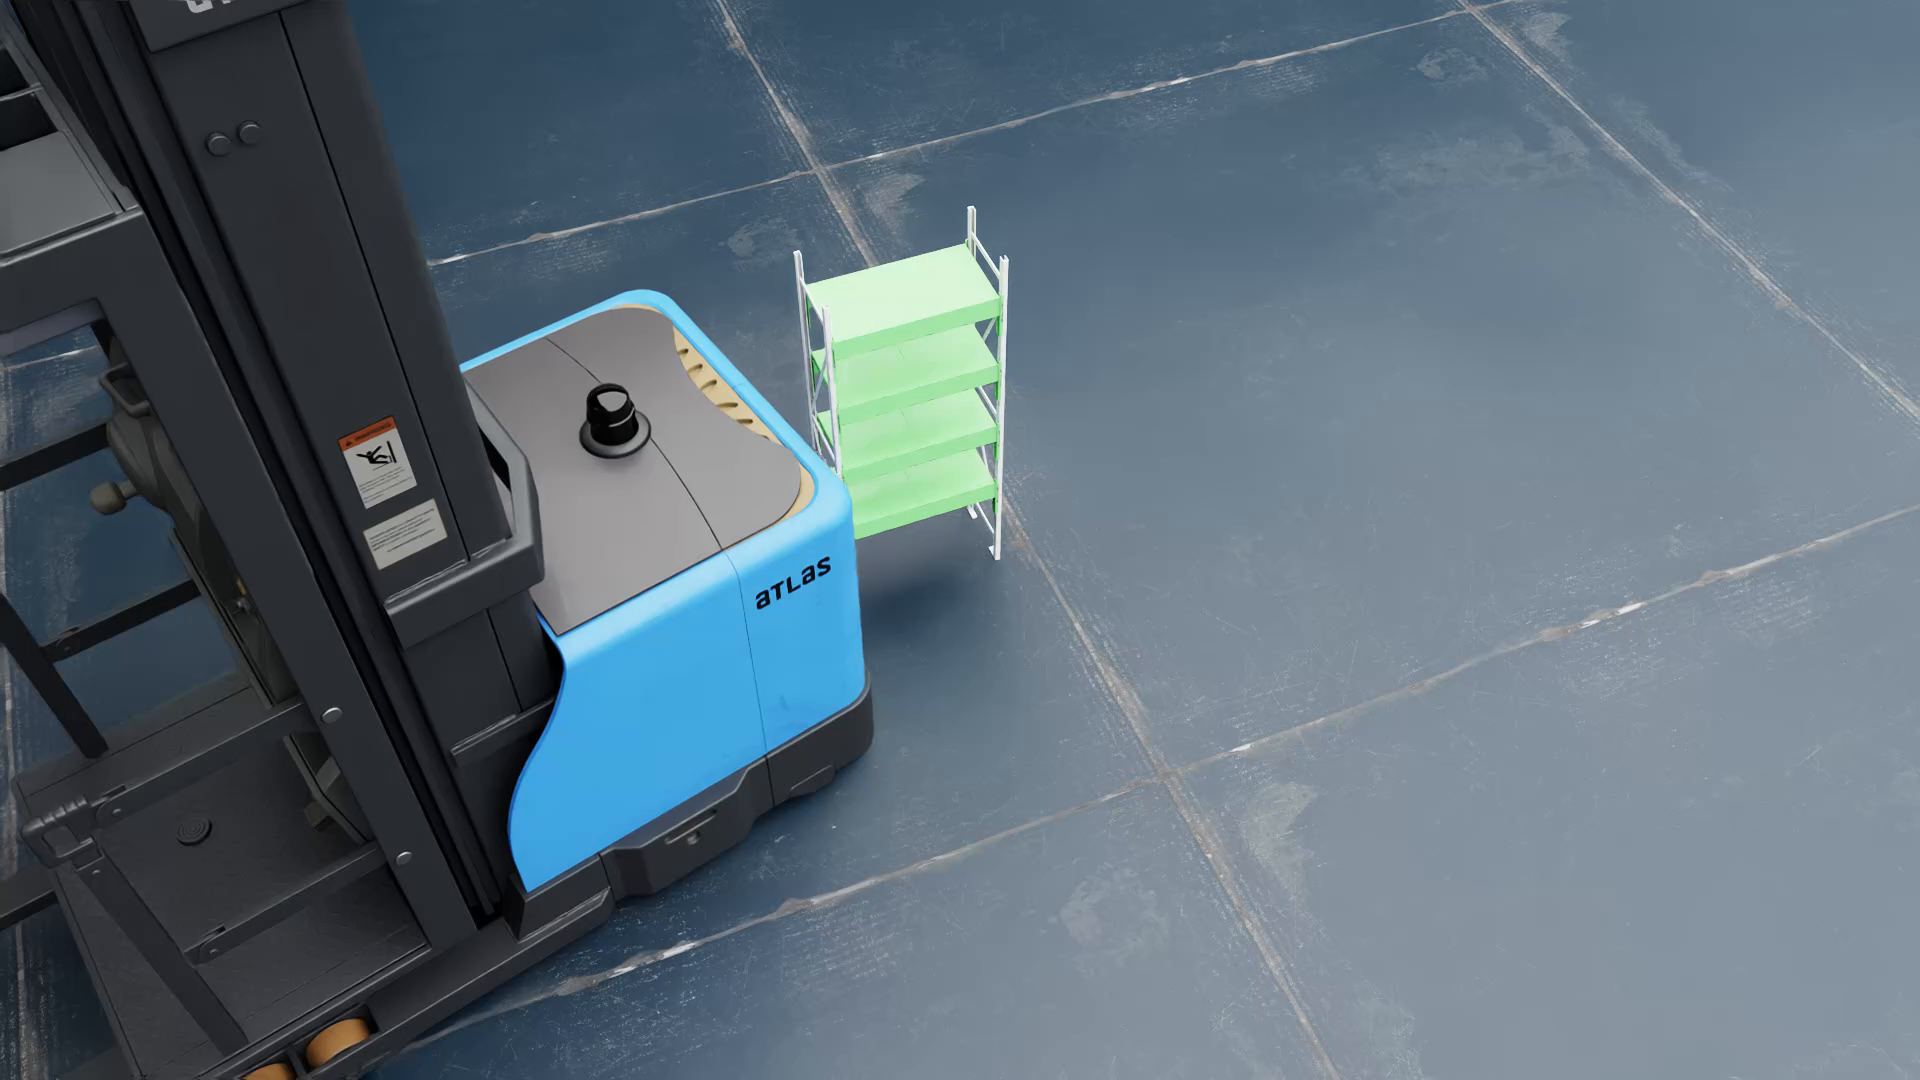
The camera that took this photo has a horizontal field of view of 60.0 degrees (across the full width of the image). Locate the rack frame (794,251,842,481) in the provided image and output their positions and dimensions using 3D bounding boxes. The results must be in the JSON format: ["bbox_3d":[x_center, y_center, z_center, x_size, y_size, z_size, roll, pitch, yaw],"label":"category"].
[{"bbox_3d":[-0.379,-0.273,4.694,0.015,1.200,0.240,-17,52,-14],"label":"rack frame"}]

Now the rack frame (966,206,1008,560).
[{"bbox_3d":[0.073,-0.413,4.814,0.015,1.200,0.240,-17,52,-14],"label":"rack frame"}]

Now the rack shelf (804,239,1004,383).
[{"bbox_3d":[-0.153,-0.615,4.438,0.480,0.148,0.258,-17,52,-14],"label":"rack shelf"}]

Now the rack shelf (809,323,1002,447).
[{"bbox_3d":[-0.153,-0.458,4.620,0.480,0.148,0.258,-17,52,-14],"label":"rack shelf"}]

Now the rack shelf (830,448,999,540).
[{"bbox_3d":[-0.153,-0.145,4.985,0.480,0.148,0.258,-17,52,-14],"label":"rack shelf"}]

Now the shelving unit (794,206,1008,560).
[{"bbox_3d":[-0.153,-0.343,4.754,0.503,1.200,0.258,-17,52,-14],"label":"shelving unit"}]

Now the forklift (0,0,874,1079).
[{"bbox_3d":[-1.732,0.008,3.312,3.031,2.935,1.130,-29,55,-23],"label":"forklift"}]

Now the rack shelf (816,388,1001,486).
[{"bbox_3d":[-0.153,-0.302,4.803,0.480,0.148,0.258,-17,52,-14],"label":"rack shelf"}]
